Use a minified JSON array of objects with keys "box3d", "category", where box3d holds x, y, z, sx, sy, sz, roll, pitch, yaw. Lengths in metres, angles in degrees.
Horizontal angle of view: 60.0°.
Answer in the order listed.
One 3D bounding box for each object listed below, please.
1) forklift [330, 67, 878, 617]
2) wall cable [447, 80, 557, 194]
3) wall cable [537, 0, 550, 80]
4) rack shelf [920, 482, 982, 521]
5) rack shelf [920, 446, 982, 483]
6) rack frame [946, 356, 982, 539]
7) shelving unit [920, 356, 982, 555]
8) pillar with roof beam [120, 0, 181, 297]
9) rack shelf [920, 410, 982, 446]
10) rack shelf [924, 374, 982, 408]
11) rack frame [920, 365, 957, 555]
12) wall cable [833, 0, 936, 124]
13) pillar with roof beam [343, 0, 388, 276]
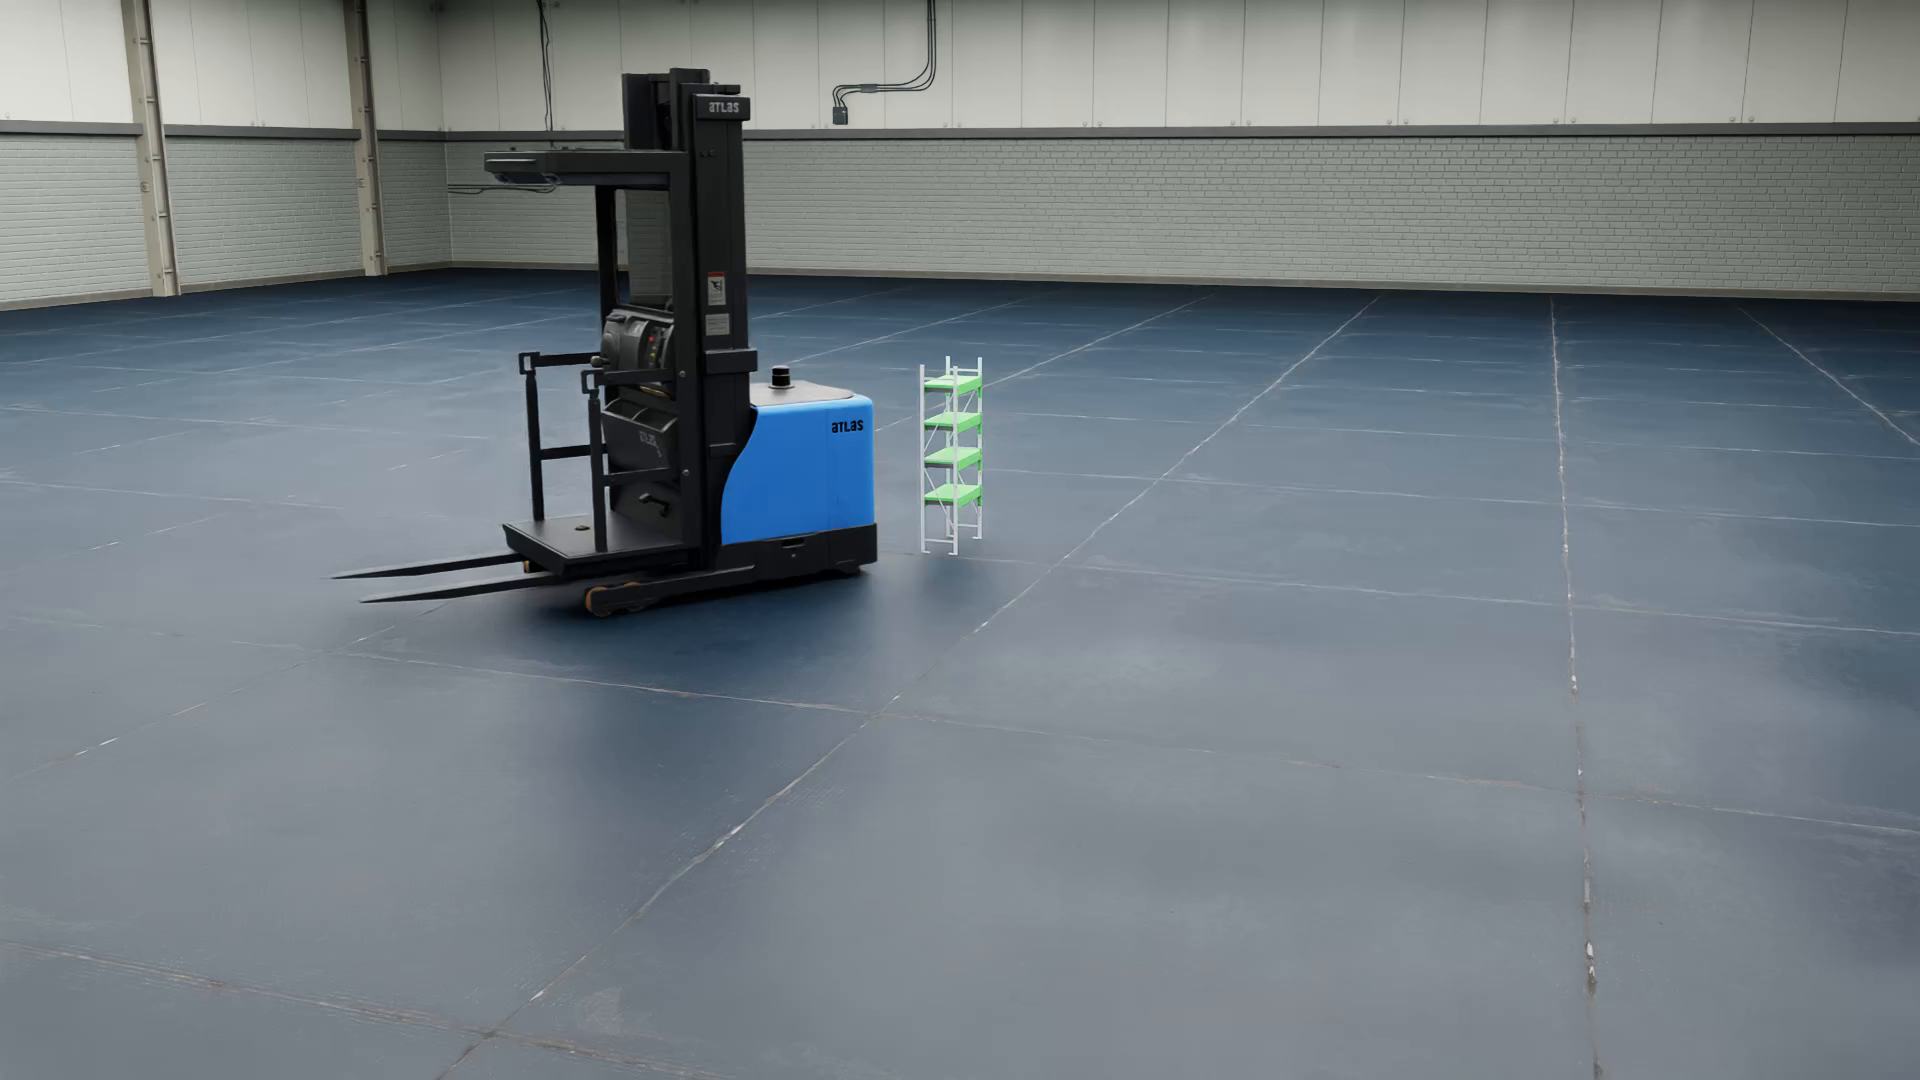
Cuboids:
[{"box3d":[-2.014,-1.140,9.394,3.031,2.935,1.130,-8,15,-33],"category":"forklift"},{"box3d":[-10.577,-9.197,38.040,3.097,2.526,0.112,4,14,18],"category":"wall cable"},{"box3d":[-8.017,-11.465,36.624,3.097,2.526,0.112,4,14,18],"category":"wall cable"},{"box3d":[-0.054,-0.254,10.769,0.258,0.148,0.480,4,14,18],"category":"rack shelf"},{"box3d":[-0.054,-0.488,10.716,0.258,0.148,0.480,4,14,18],"category":"rack shelf"},{"box3d":[0.025,-0.601,10.927,0.240,1.200,0.015,4,14,18],"category":"rack frame"},{"box3d":[-0.054,-0.550,10.702,0.258,1.200,0.503,4,14,18],"category":"shelving unit"},{"box3d":[-10.649,-8.613,28.501,9.100,9.000,0.400,4,14,18],"category":"pillar with roof beam"},{"box3d":[-0.054,-0.722,10.663,0.258,0.148,0.480,4,14,18],"category":"rack shelf"},{"box3d":[-0.054,-0.956,10.609,0.258,0.148,0.480,4,14,18],"category":"rack shelf"},{"box3d":[-0.133,-0.499,10.477,0.240,1.200,0.015,4,14,18],"category":"rack frame"},{"box3d":[-1.599,-11.682,34.306,2.305,6.003,0.169,4,14,18],"category":"wall cable"},{"box3d":[-8.708,-9.876,34.036,9.100,9.000,0.400,4,14,18],"category":"pillar with roof beam"}]
